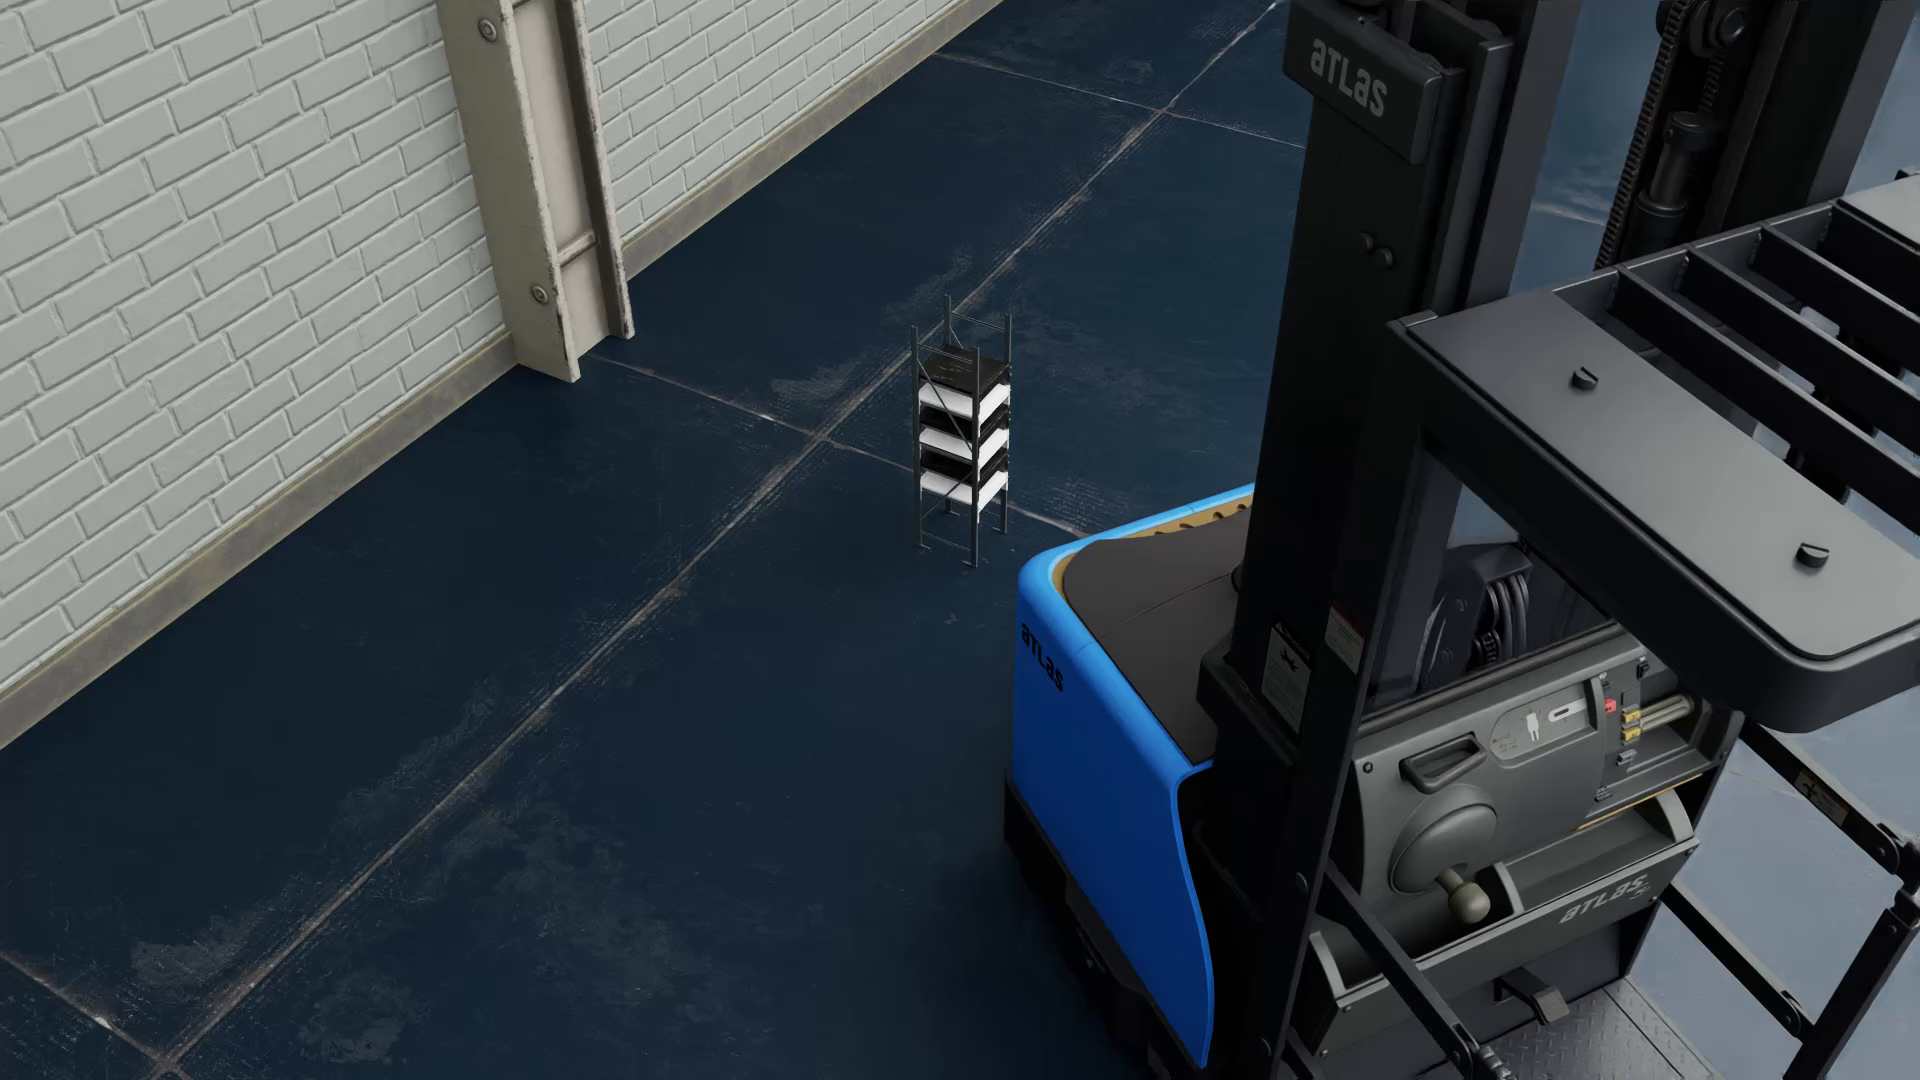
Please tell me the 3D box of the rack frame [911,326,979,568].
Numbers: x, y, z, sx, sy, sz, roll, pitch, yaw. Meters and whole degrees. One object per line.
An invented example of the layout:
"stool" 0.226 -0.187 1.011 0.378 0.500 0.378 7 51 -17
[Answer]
"rack frame" -0.047 -0.284 5.392 0.240 0.900 0.006 21 45 22

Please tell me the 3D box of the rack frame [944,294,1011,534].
"rack frame" 0.055 -0.401 5.524 0.240 0.900 0.006 21 45 22

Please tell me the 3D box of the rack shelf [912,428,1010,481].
"rack shelf" 0.004 -0.317 5.480 0.258 0.077 0.200 21 45 22

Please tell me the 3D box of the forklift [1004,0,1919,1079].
"forklift" 1.217 0.492 2.973 1.130 2.935 3.031 -18 44 -19

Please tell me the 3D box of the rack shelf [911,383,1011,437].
"rack shelf" 0.004 -0.452 5.361 0.258 0.077 0.200 21 45 22

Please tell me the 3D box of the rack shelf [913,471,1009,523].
"rack shelf" 0.004 -0.182 5.599 0.258 0.077 0.200 21 45 22

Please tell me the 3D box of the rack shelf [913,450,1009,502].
"rack shelf" 0.004 -0.250 5.539 0.258 0.077 0.200 21 45 22

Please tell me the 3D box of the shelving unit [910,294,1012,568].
"shelving unit" 0.004 -0.342 5.458 0.258 0.900 0.210 21 45 22

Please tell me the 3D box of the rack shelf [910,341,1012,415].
"rack shelf" 0.004 -0.520 5.301 0.258 0.077 0.200 21 45 22

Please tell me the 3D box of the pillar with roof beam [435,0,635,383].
"pillar with roof beam" 2.191 -2.725 2.035 9.100 9.000 0.400 21 45 22

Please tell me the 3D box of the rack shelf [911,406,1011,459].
"rack shelf" 0.004 -0.385 5.420 0.258 0.077 0.200 21 45 22
